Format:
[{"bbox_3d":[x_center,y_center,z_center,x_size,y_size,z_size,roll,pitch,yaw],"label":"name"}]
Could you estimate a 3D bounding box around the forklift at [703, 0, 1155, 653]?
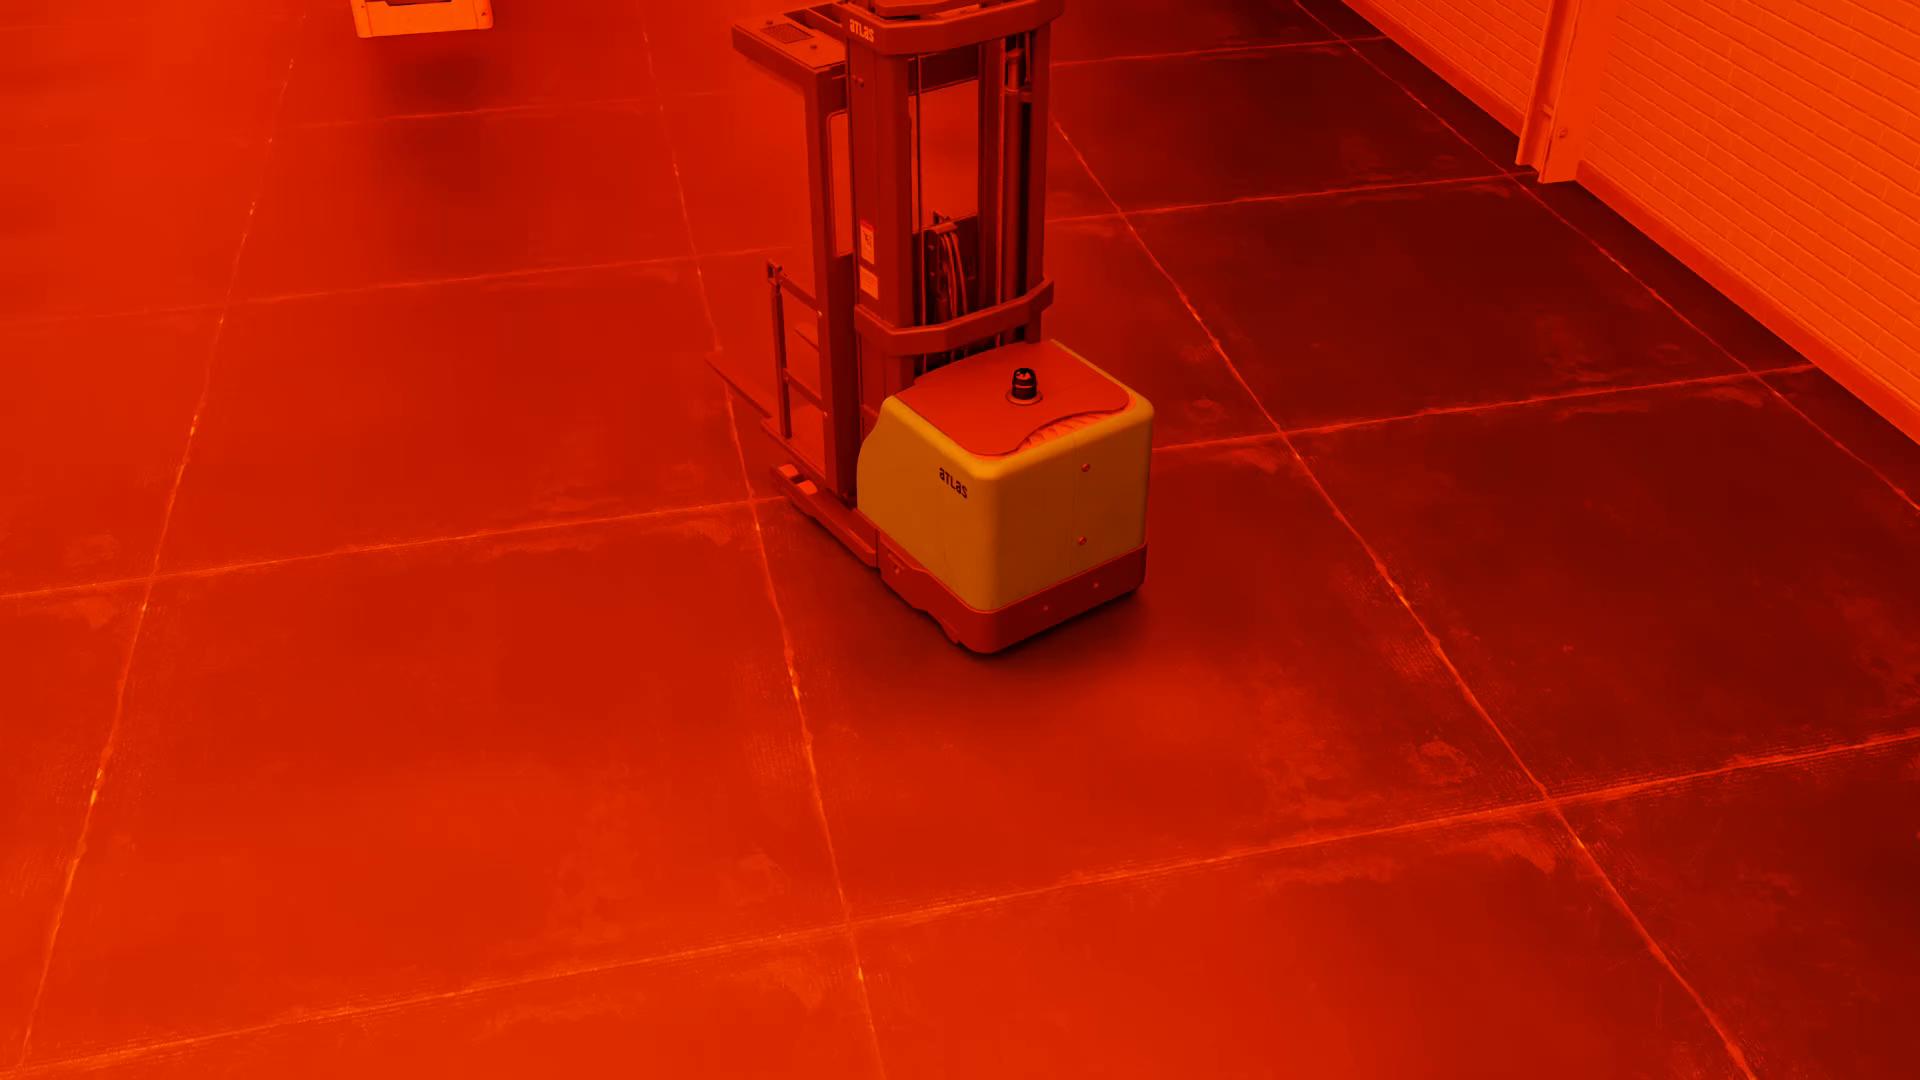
[{"bbox_3d":[-0.350,-1.480,8.107,1.130,2.935,3.031,-22,41,-28],"label":"forklift"}]
